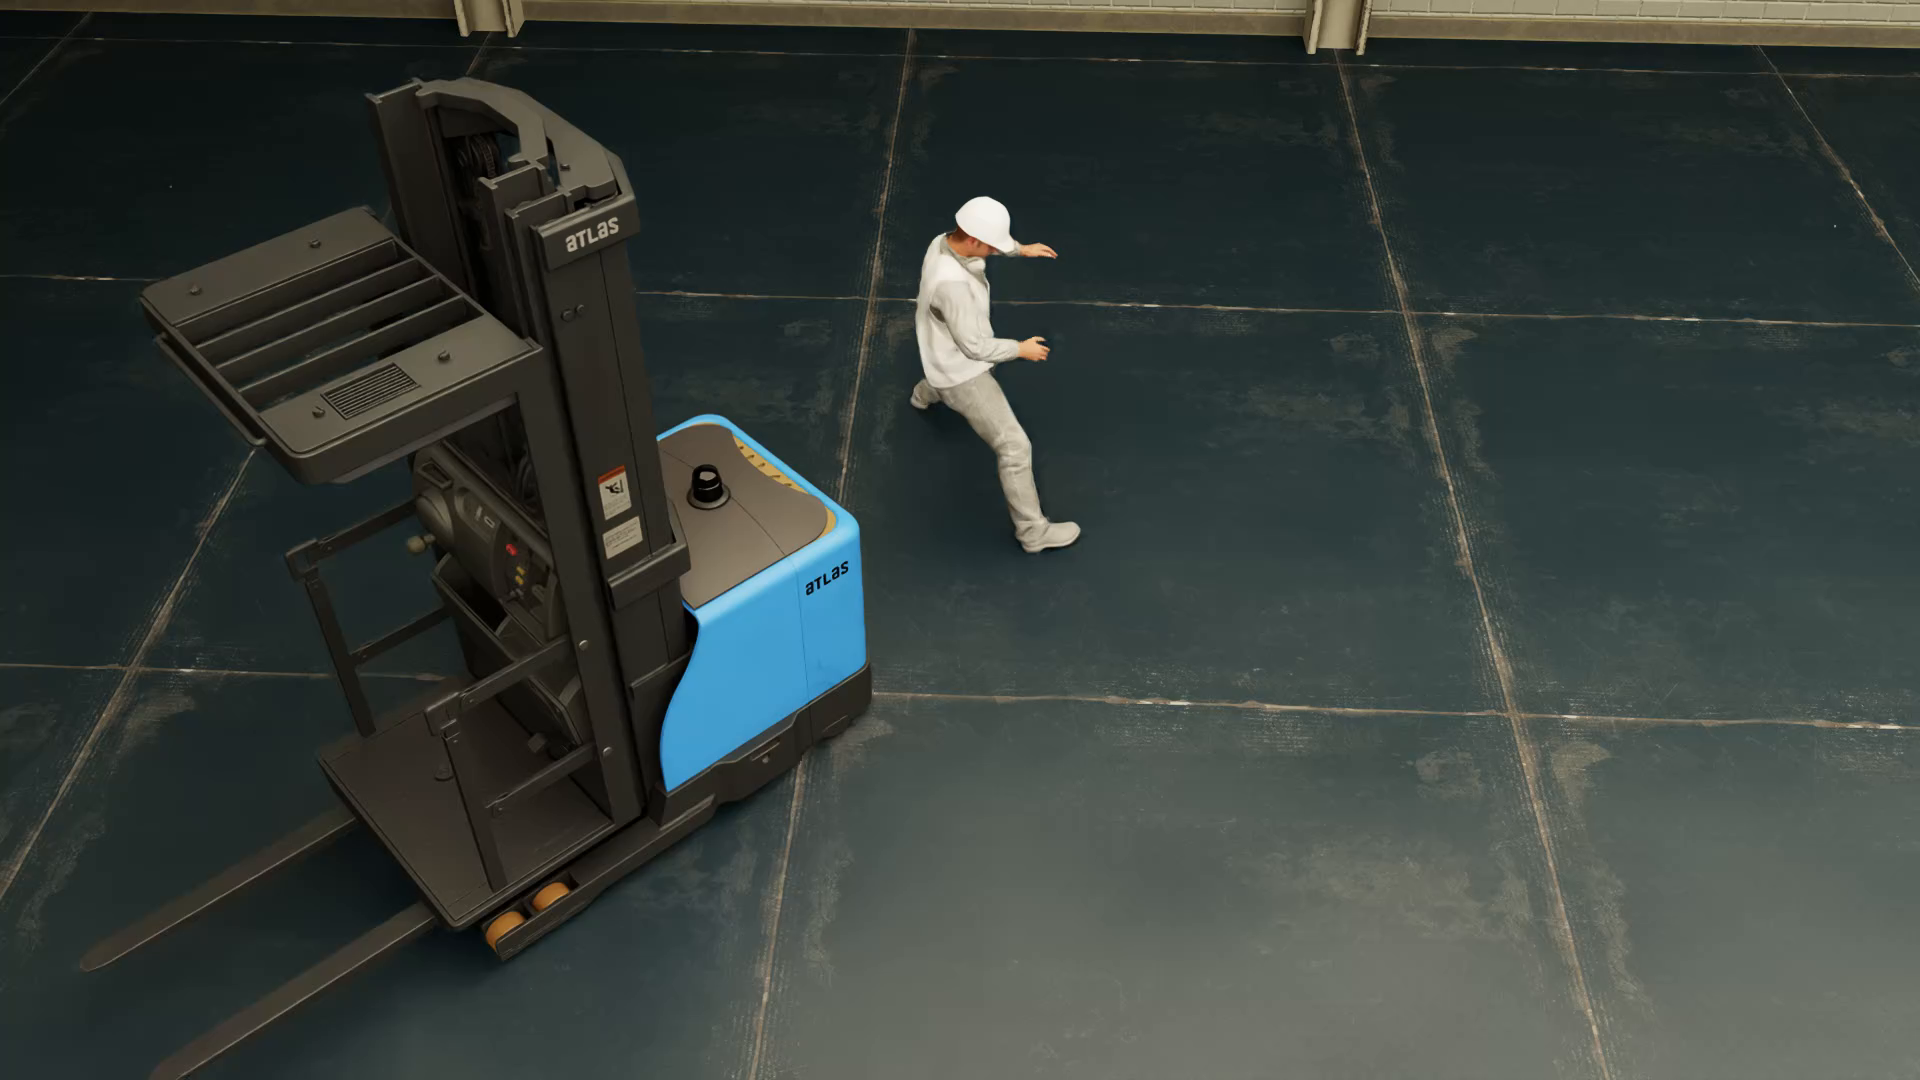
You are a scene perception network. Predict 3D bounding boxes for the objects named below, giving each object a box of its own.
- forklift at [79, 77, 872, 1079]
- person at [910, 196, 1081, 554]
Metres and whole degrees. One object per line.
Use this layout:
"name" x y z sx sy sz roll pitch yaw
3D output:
"forklift" -1.804 0.069 5.667 3.031 2.935 1.130 -32 51 -30
"person" 0.156 -0.945 7.790 0.815 1.564 1.297 -1 42 -1
